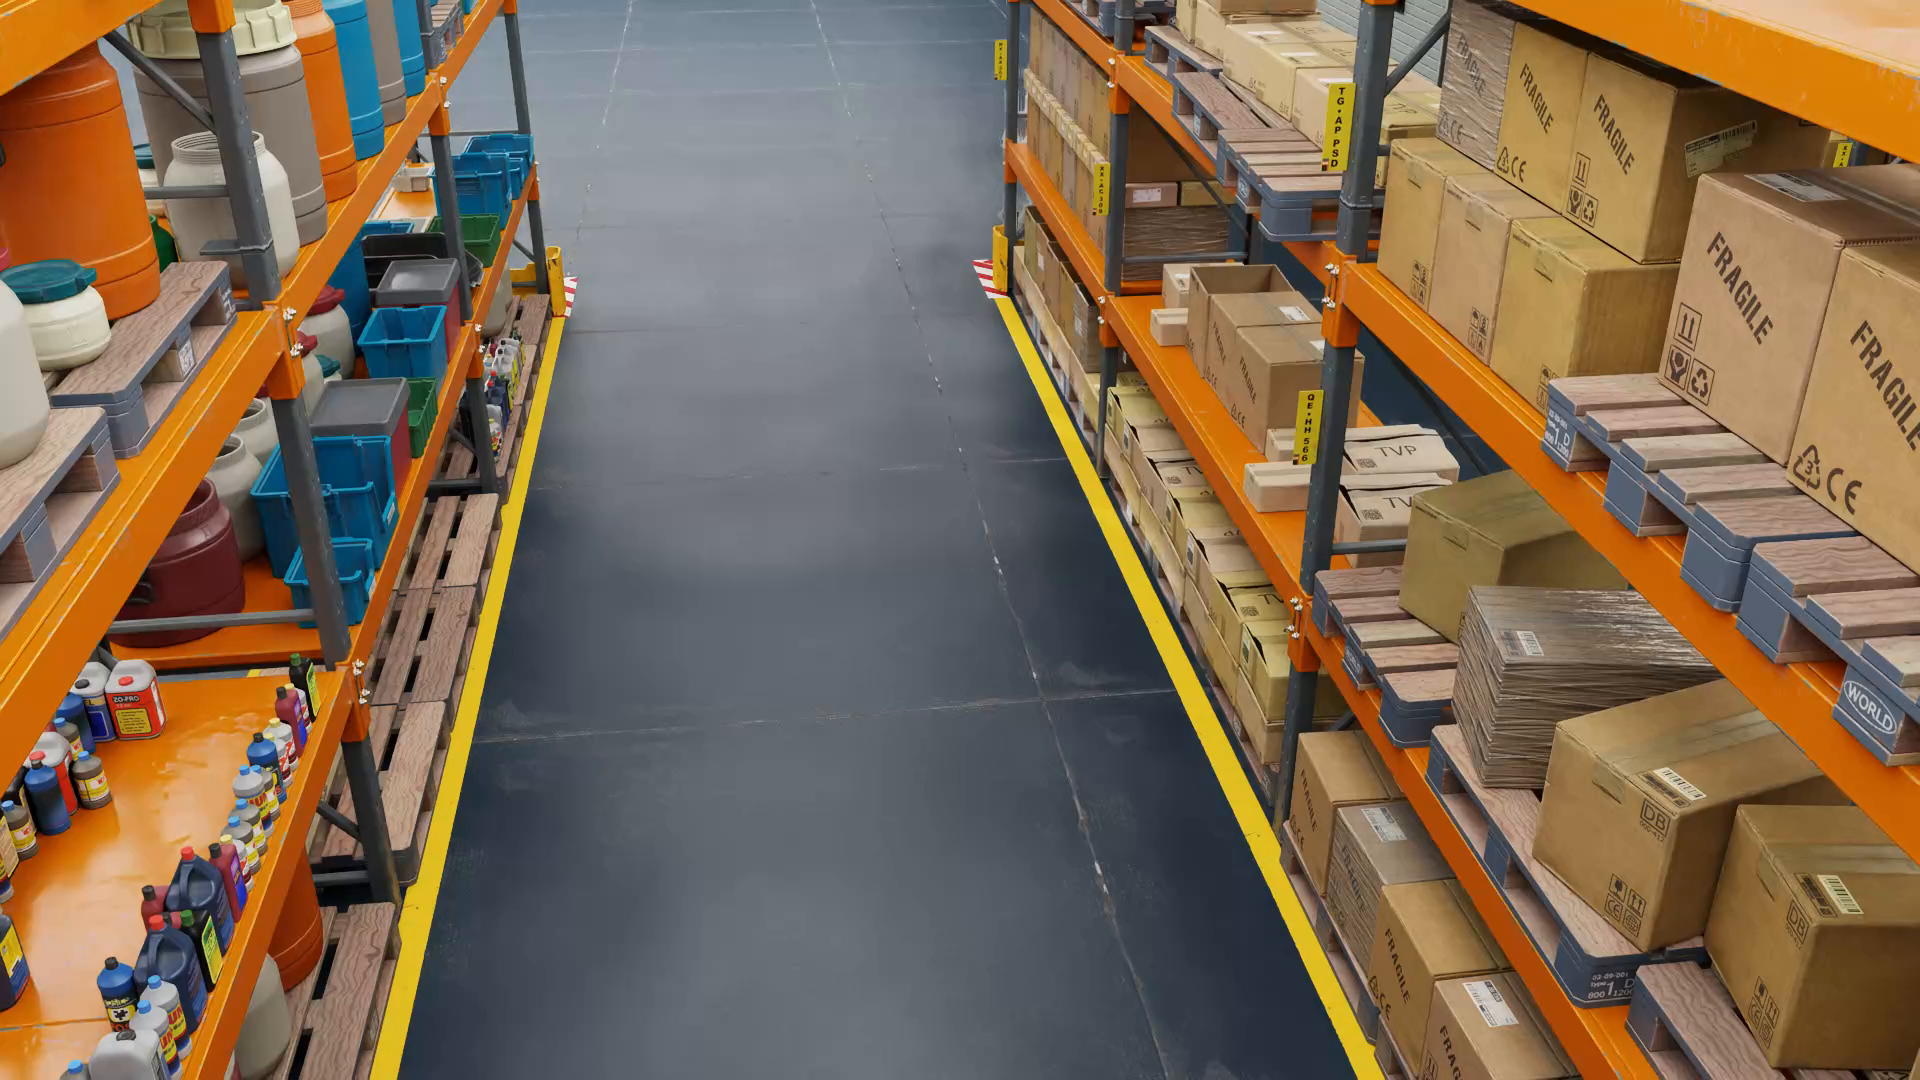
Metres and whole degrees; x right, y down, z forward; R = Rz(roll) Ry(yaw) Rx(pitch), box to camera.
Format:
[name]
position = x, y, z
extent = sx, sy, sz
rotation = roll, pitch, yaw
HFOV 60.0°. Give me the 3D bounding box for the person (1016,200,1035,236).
[person]
position = 0.990, -3.636, 15.676
extent = 1.036, 1.610, 0.558
rotation = -3, 28, -6
